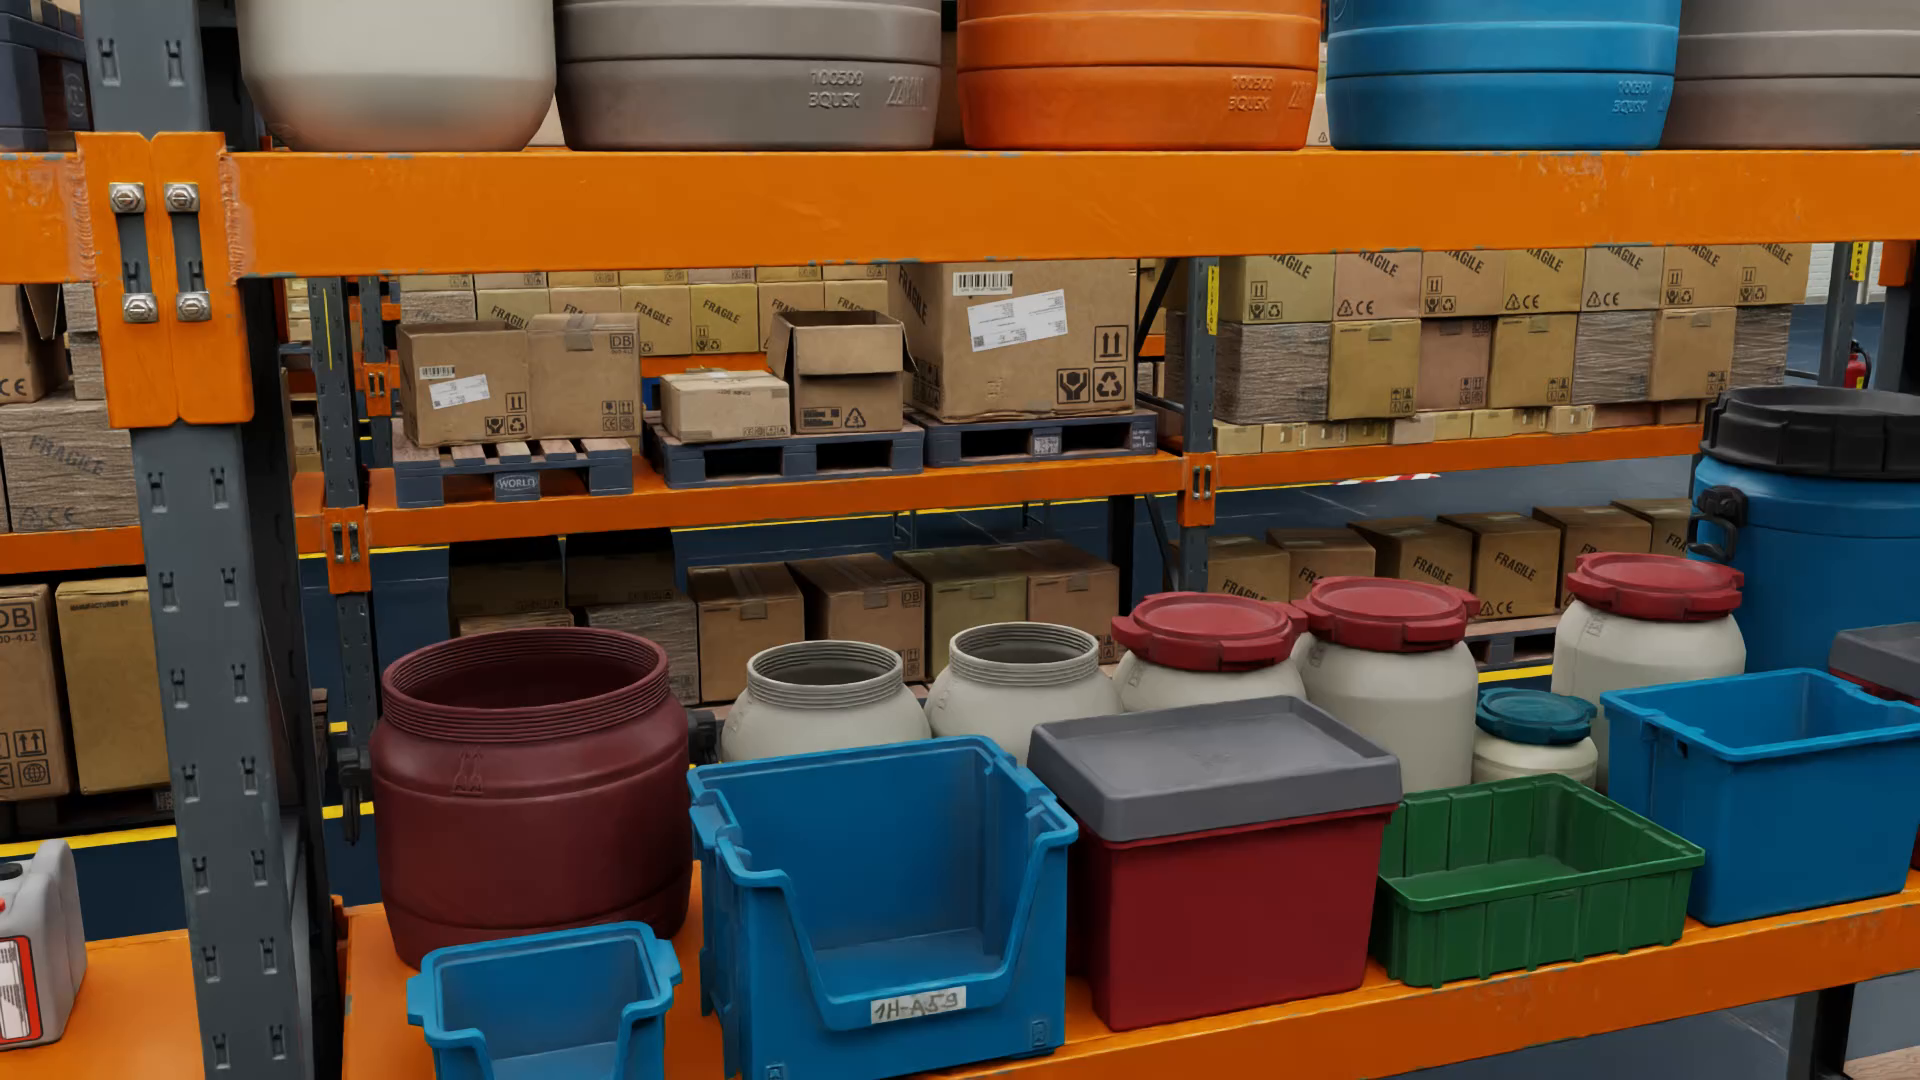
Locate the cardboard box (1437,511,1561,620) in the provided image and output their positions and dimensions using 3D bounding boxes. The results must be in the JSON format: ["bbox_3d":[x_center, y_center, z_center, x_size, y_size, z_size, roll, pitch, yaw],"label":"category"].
[{"bbox_3d":[3.076,0.140,9.566,0.500,0.500,0.500,-3,14,-13],"label":"cardboard box"}]

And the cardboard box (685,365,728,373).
[{"bbox_3d":[-1.260,-0.739,8.149,0.258,0.266,0.396,-5,14,-20],"label":"cardboard box"}]

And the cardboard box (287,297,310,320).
[{"bbox_3d":[-4.563,-1.603,11.393,0.250,0.149,0.380,-4,14,-17],"label":"cardboard box"}]

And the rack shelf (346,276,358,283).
[{"bbox_3d":[-9.397,-3.182,20.591,4.000,0.370,1.077,-4,14,-18],"label":"rack shelf"}]

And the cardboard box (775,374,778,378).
[{"bbox_3d":[-1.527,-1.650,16.364,0.500,0.500,0.500,-4,14,-18],"label":"cardboard box"}]

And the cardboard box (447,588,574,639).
[{"bbox_3d":[-2.125,0.531,7.880,0.500,0.500,0.700,-5,14,-21],"label":"cardboard box"}]

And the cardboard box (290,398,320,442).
[{"bbox_3d":[-4.971,-0.868,12.183,0.500,0.250,0.500,-5,14,-21],"label":"cardboard box"}]

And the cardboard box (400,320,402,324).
[{"bbox_3d":[-6.906,-2.771,21.536,0.625,0.625,0.875,-4,14,-16],"label":"cardboard box"}]

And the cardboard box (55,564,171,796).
[{"bbox_3d":[-3.415,0.458,7.418,0.875,0.875,1.225,-5,14,-21],"label":"cardboard box"}]

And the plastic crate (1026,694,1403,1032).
[{"bbox_3d":[0.455,0.586,3.061,0.583,0.464,0.402,-4,14,-18],"label":"plastic crate"}]

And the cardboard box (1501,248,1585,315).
[{"bbox_3d":[2.963,-1.483,8.877,0.500,0.500,0.500,-4,14,-18],"label":"cardboard box"}]

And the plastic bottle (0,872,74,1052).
[{"bbox_3d":[-1.639,0.724,2.887,0.135,0.276,0.152,-4,14,-18],"label":"plastic bottle"}]

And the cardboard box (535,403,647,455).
[{"bbox_3d":[-2.807,-0.713,12.612,0.750,0.750,1.050,-4,14,-17],"label":"cardboard box"}]

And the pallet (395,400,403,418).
[{"bbox_3d":[-5.173,-1.292,17.117,1.213,0.211,1.003,-4,14,-18],"label":"pallet"}]

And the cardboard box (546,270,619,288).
[{"bbox_3d":[-2.847,-2.155,12.343,0.500,0.500,0.700,-5,14,-19],"label":"cardboard box"}]

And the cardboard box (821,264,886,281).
[{"bbox_3d":[-0.918,-2.305,12.975,0.500,0.500,0.700,-5,14,-19],"label":"cardboard box"}]

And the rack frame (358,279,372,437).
[{"bbox_3d":[-5.915,-2.591,16.553,0.127,3.000,1.000,-4,14,-18],"label":"rack frame"}]

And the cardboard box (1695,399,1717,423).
[{"bbox_3d":[4.166,-0.771,9.446,0.250,0.149,0.380,-4,14,-18],"label":"cardboard box"}]

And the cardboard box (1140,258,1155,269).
[{"bbox_3d":[1.451,-2.543,13.692,0.500,0.550,0.875,-4,14,-18],"label":"cardboard box"}]

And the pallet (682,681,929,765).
[{"bbox_3d":[-0.858,0.793,8.354,1.213,0.211,1.003,-4,14,-18],"label":"pallet"}]

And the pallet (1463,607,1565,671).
[{"bbox_3d":[2.821,0.496,9.603,1.213,0.211,1.003,-4,14,-18],"label":"pallet"}]

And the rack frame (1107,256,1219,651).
[{"bbox_3d":[1.037,-0.713,8.657,0.127,3.000,1.000,-4,14,-18],"label":"rack frame"}]

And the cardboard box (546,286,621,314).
[{"bbox_3d":[-2.769,-1.611,12.216,0.500,0.500,0.500,-4,14,-18],"label":"cardboard box"}]

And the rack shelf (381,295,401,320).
[{"bbox_3d":[-4.019,-2.389,17.257,4.000,0.370,1.077,-4,14,-18],"label":"rack shelf"}]

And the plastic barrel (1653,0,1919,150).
[{"bbox_3d":[1.584,-1.196,3.124,0.600,0.901,0.600,0,13,0],"label":"plastic barrel"}]

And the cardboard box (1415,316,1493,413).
[{"bbox_3d":[2.410,-1.014,9.064,0.500,0.500,0.875,-4,14,-18],"label":"cardboard box"}]

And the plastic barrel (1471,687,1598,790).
[{"bbox_3d":[1.314,0.505,3.837,0.301,0.262,0.301,0,13,0],"label":"plastic barrel"}]

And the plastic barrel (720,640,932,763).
[{"bbox_3d":[-0.267,0.492,3.352,0.421,0.512,0.421,0,13,0],"label":"plastic barrel"}]

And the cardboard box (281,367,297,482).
[{"bbox_3d":[-3.301,-0.490,7.504,0.500,0.500,0.500,-4,14,-16],"label":"cardboard box"}]

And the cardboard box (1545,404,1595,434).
[{"bbox_3d":[3.236,-0.686,9.086,0.250,0.149,0.380,-4,14,-18],"label":"cardboard box"}]

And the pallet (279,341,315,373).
[{"bbox_3d":[-4.881,-1.343,11.723,1.003,0.211,1.213,-4,14,-18],"label":"pallet"}]

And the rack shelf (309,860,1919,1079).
[{"bbox_3d":[0.721,0.871,3.553,4.000,0.370,1.077,-4,14,-18],"label":"rack shelf"}]

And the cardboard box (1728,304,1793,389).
[{"bbox_3d":[4.298,-1.167,9.707,0.500,0.500,0.875,-4,14,-18],"label":"cardboard box"}]

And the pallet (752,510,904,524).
[{"bbox_3d":[-1.156,-0.378,13.275,1.213,0.211,1.003,-4,14,-18],"label":"pallet"}]

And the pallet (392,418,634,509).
[{"bbox_3d":[-2.112,-0.400,7.757,1.003,0.211,1.213,-4,14,-18],"label":"pallet"}]

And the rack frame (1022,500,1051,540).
[{"bbox_3d":[0.563,-0.773,12.153,0.032,1.500,0.500,-4,14,-18],"label":"rack frame"}]

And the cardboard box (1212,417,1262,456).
[{"bbox_3d":[1.337,-0.540,8.475,0.250,0.149,0.380,-4,14,-18],"label":"cardboard box"}]

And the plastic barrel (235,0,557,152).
[{"bbox_3d":[-0.782,-0.801,2.303,0.421,0.512,0.421,0,13,0],"label":"plastic barrel"}]

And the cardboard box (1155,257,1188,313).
[{"bbox_3d":[1.376,-1.486,8.888,0.500,0.500,0.500,-4,14,-18],"label":"cardboard box"}]

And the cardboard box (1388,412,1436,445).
[{"bbox_3d":[2.290,-0.610,8.770,0.250,0.149,0.380,-4,14,-18],"label":"cardboard box"}]

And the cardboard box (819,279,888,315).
[{"bbox_3d":[-0.858,-1.759,12.841,0.500,0.500,0.500,-5,14,-18],"label":"cardboard box"}]

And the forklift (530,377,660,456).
[{"bbox_3d":[-3.590,-2.254,15.284,3.031,2.935,1.130,13,19,43],"label":"forklift"}]

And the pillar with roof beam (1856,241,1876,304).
[{"bbox_3d":[17.567,-7.719,25.147,0.400,9.000,9.100,-4,14,-18],"label":"pillar with roof beam"}]

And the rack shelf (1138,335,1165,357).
[{"bbox_3d":[1.447,-1.606,13.965,4.000,0.370,1.077,-4,14,-18],"label":"rack shelf"}]

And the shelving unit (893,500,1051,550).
[{"bbox_3d":[0.081,-0.736,11.996,1.048,1.500,0.538,-4,14,-18],"label":"shelving unit"}]

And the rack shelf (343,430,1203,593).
[{"bbox_3d":[-0.858,-0.215,8.119,4.000,0.370,1.077,-4,14,-18],"label":"rack shelf"}]

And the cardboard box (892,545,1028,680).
[{"bbox_3d":[-0.010,0.361,8.594,0.500,0.500,0.700,-5,14,-18],"label":"cardboard box"}]
